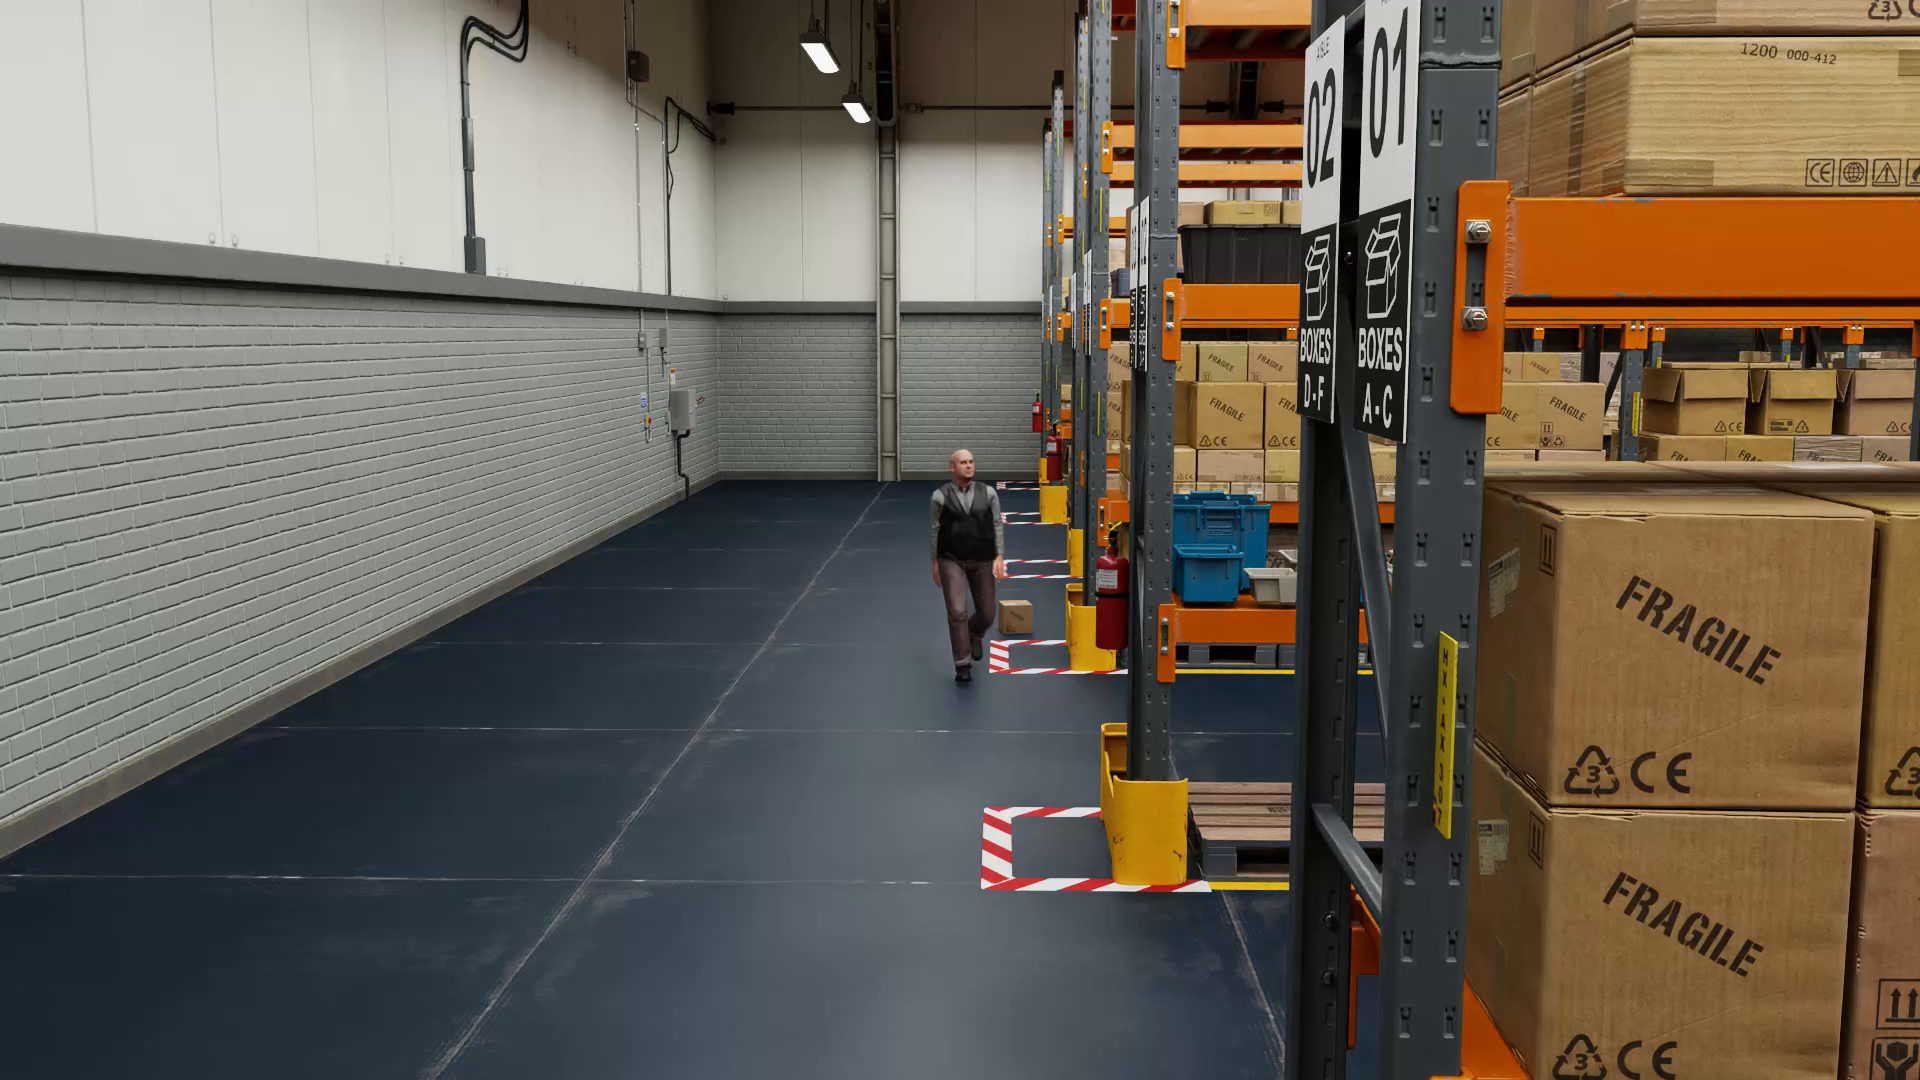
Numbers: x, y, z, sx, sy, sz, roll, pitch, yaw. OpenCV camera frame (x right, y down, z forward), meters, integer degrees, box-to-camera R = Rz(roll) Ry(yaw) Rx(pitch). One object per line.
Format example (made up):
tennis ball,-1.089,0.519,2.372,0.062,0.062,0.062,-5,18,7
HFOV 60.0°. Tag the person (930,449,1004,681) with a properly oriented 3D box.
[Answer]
person,0.054,0.170,12.444,0.552,1.696,0.810,-1,7,-8
